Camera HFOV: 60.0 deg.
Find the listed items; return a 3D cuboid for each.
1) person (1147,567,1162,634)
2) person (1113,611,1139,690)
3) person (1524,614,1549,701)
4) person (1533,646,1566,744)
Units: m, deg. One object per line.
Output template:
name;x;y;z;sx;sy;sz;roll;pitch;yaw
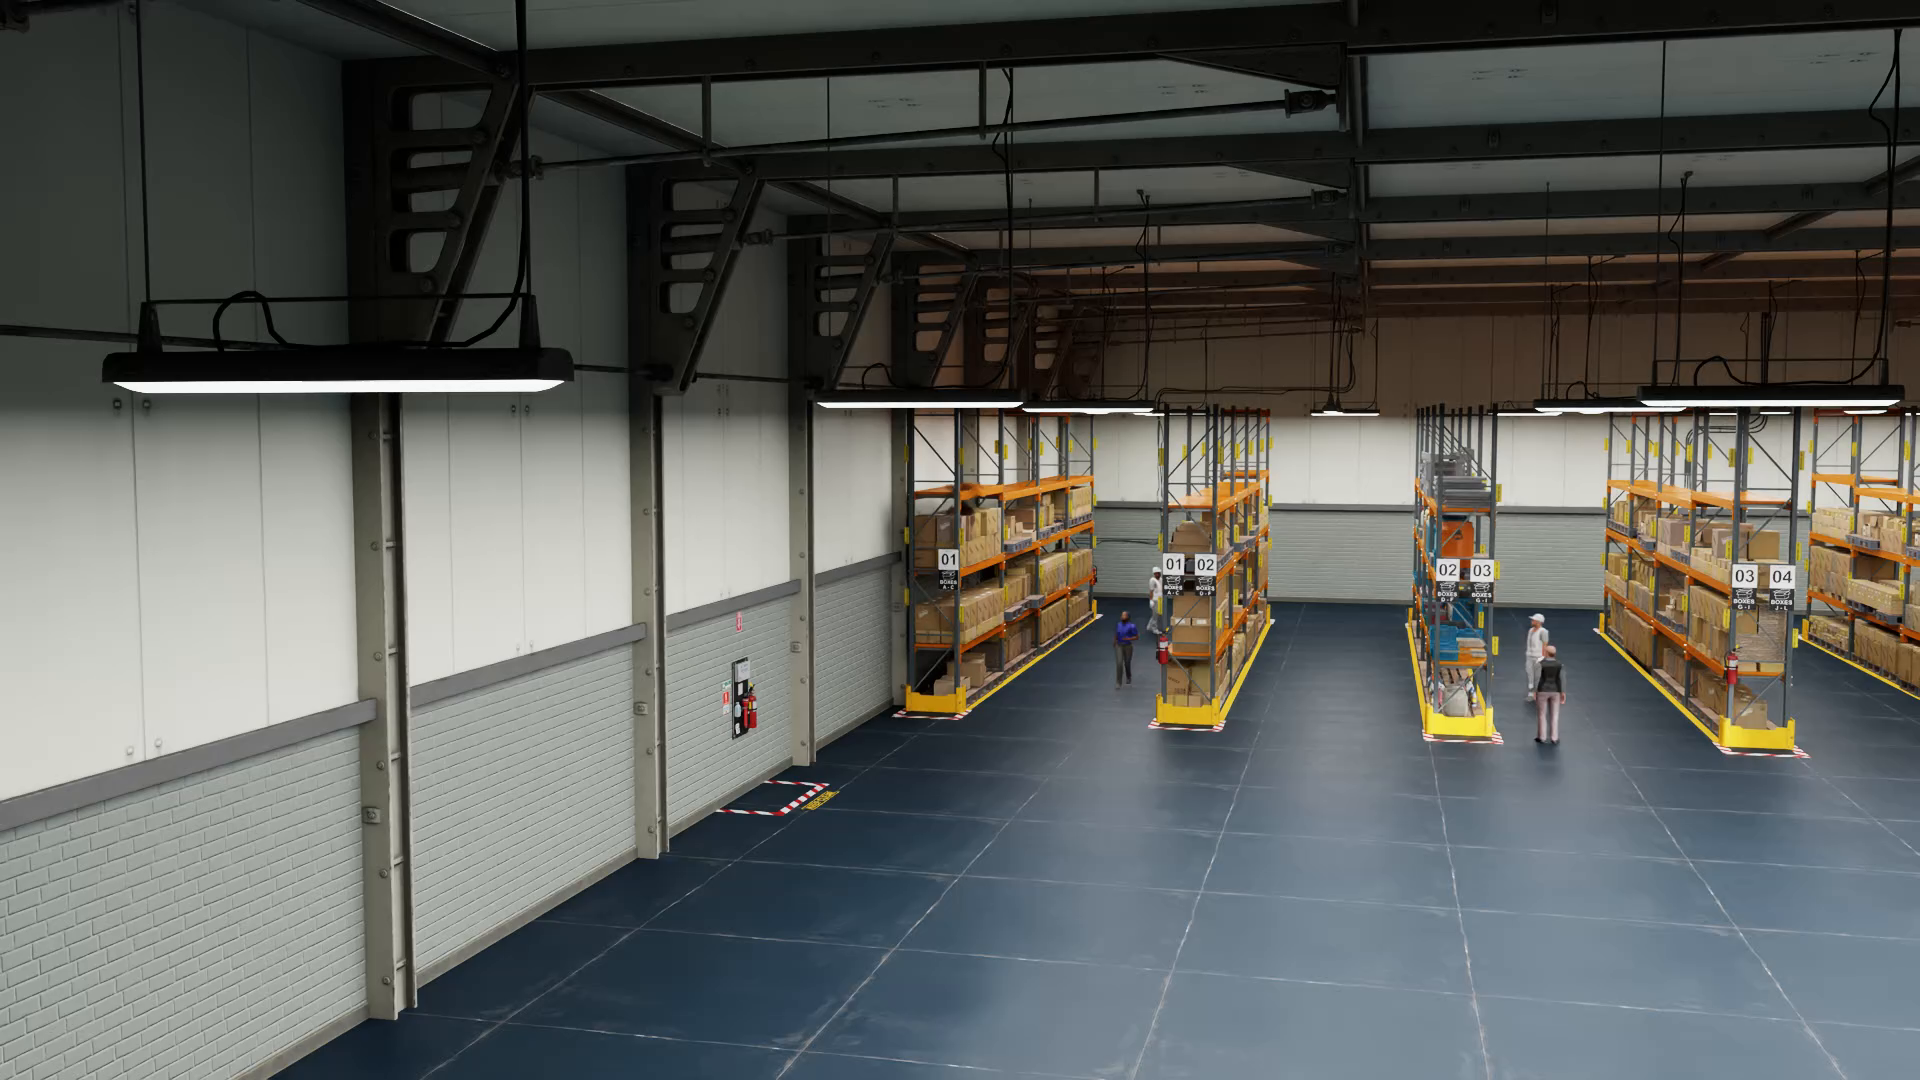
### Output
person;5.220;1.606;44.326;0.517;1.787;0.641;3;5;36
person;3.503;2.315;35.258;0.572;1.603;1.028;1;4;15
person;11.639;2.399;33.569;0.399;1.833;0.557;-3;5;-38
person;10.398;2.724;29.341;0.553;1.729;0.391;1;4;13
